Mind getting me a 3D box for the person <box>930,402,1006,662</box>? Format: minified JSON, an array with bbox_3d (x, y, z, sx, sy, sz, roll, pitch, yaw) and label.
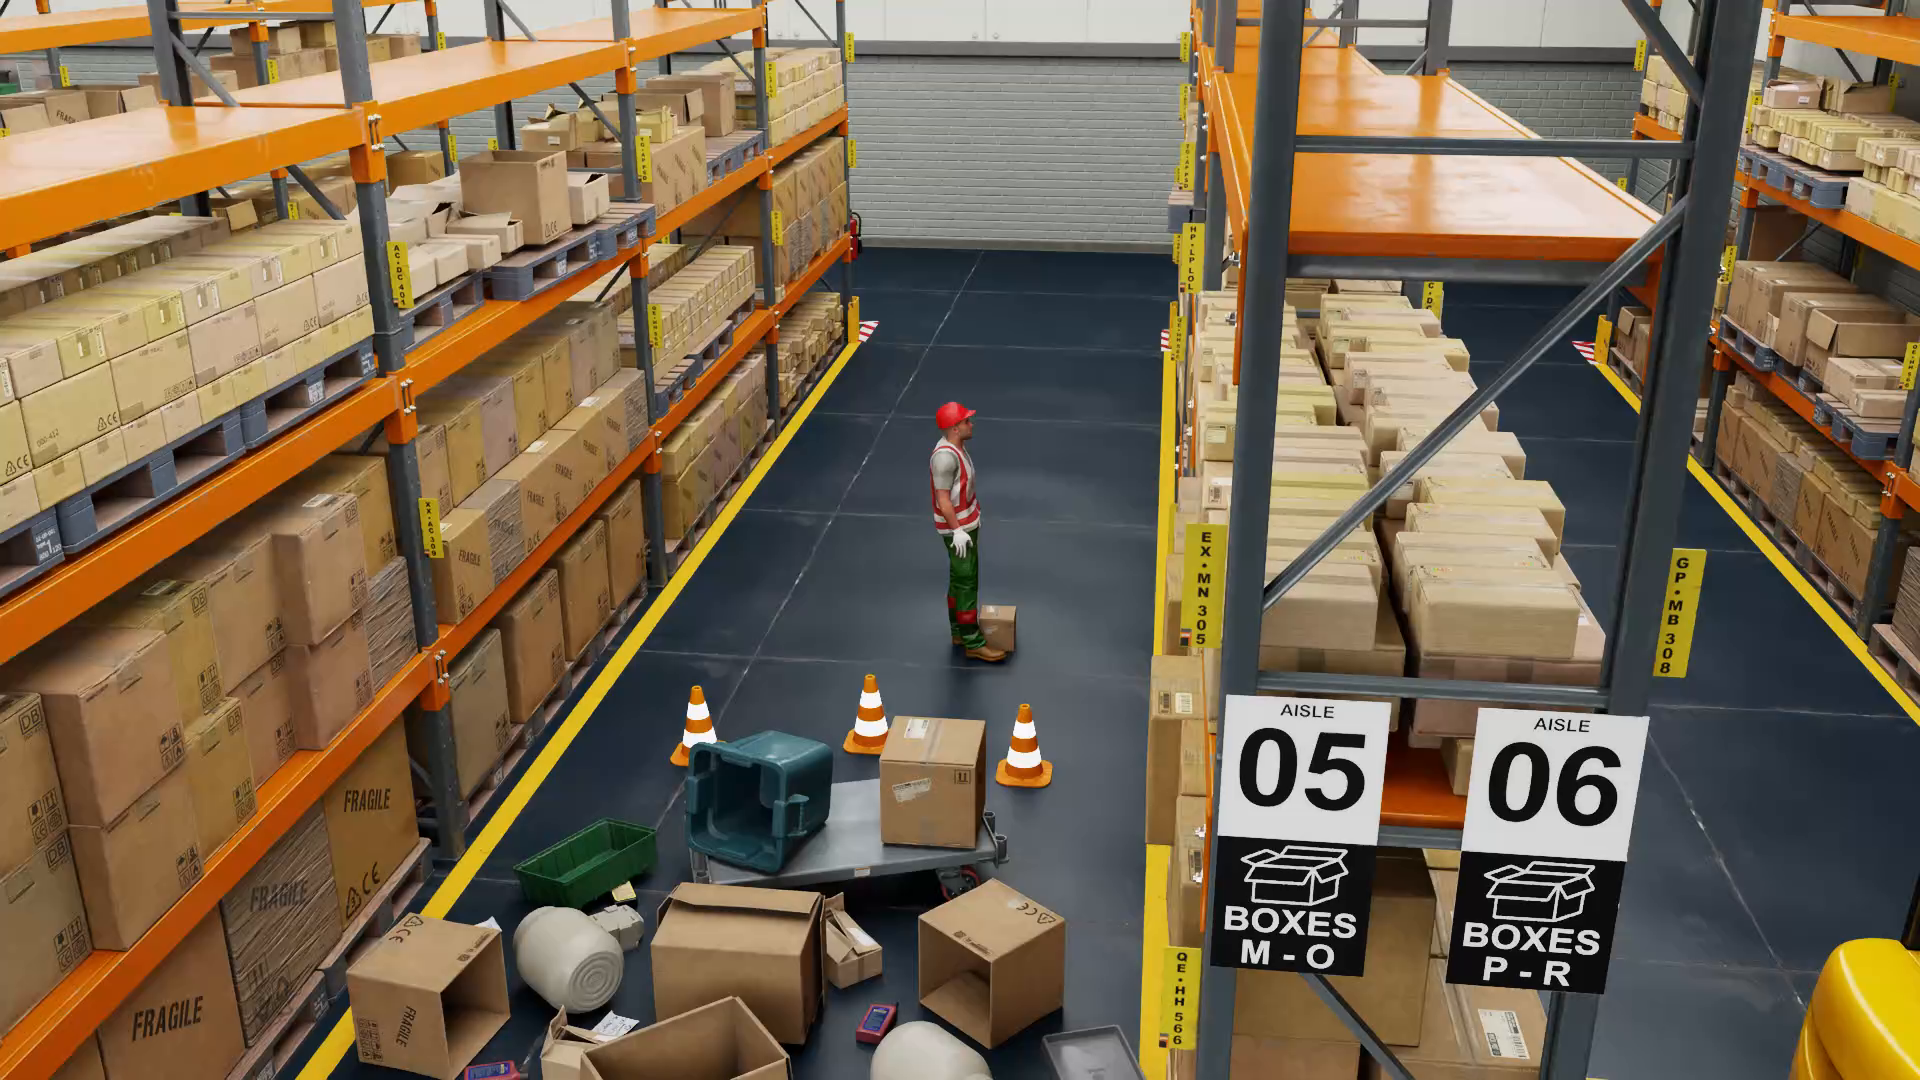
[{"bbox_3d":[0.078,-0.085,11.678,0.560,1.790,0.637,2,21,6],"label":"person"}]
